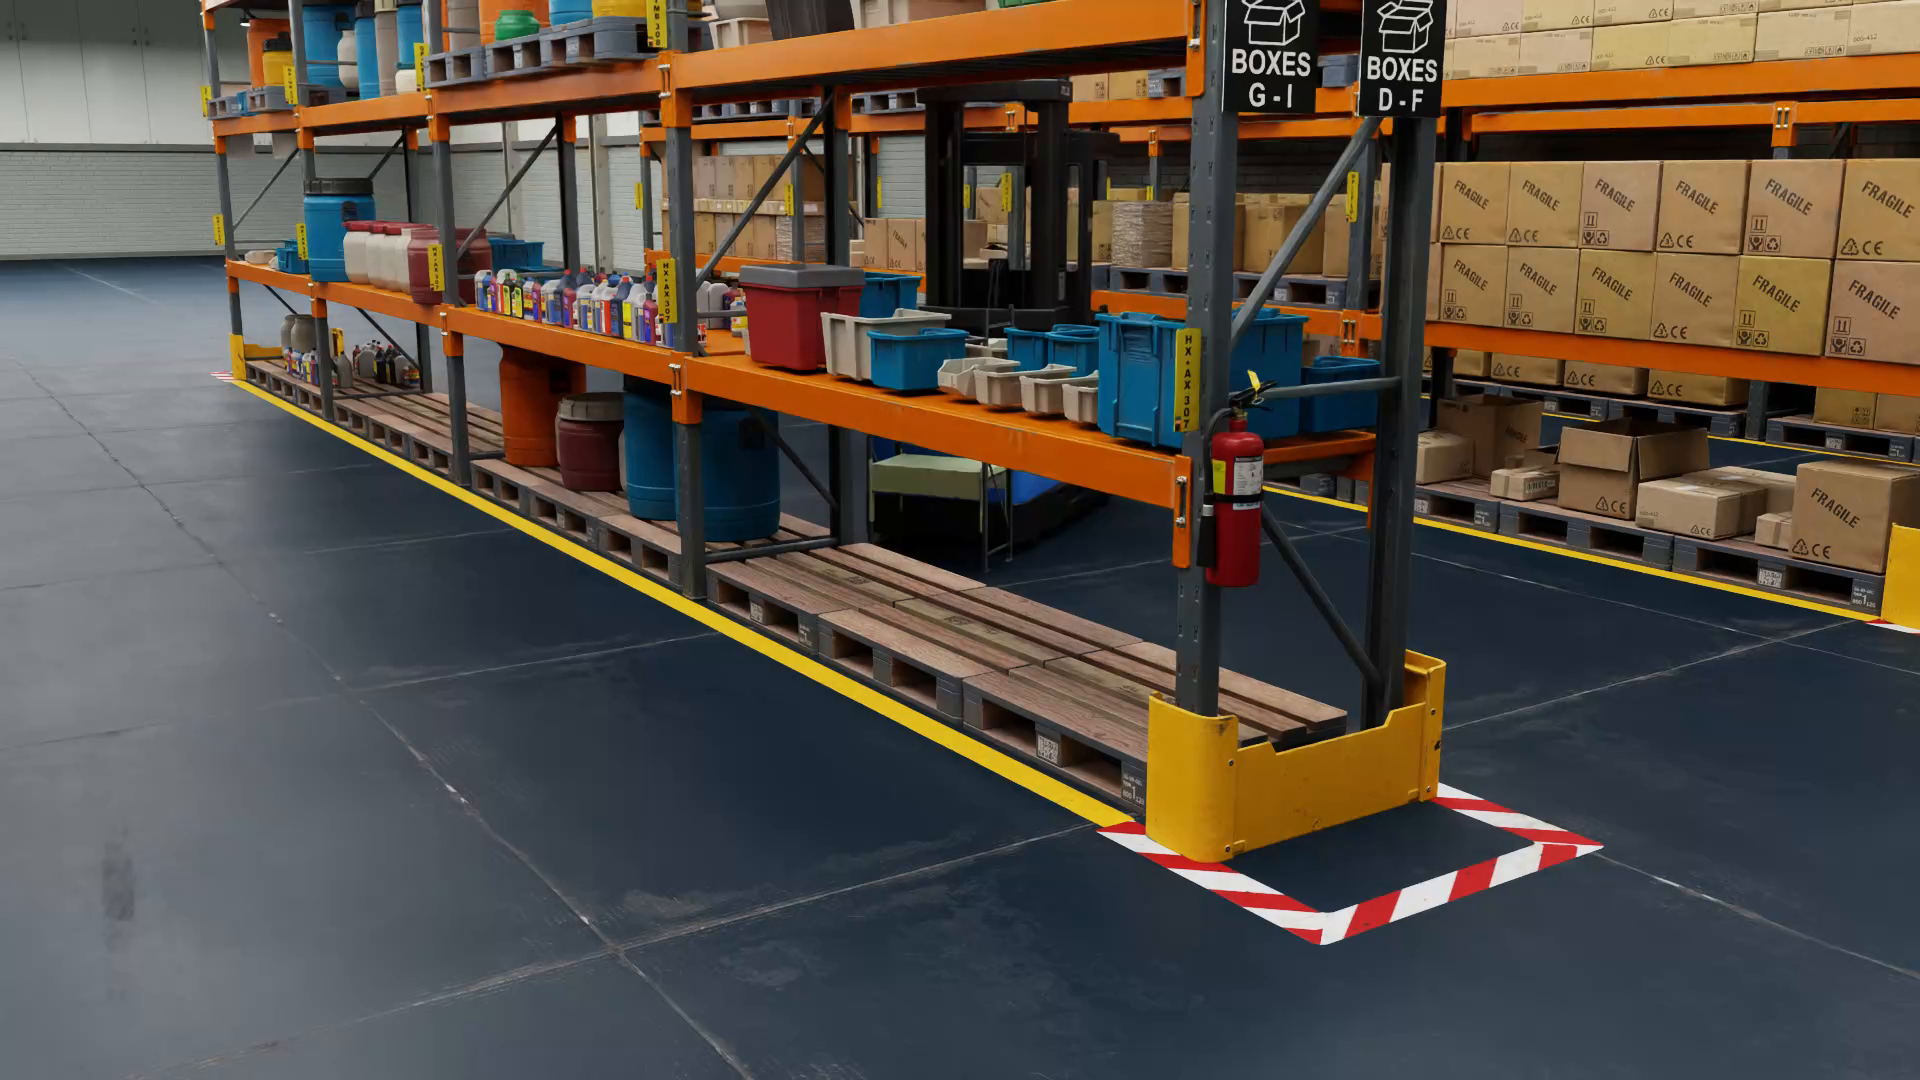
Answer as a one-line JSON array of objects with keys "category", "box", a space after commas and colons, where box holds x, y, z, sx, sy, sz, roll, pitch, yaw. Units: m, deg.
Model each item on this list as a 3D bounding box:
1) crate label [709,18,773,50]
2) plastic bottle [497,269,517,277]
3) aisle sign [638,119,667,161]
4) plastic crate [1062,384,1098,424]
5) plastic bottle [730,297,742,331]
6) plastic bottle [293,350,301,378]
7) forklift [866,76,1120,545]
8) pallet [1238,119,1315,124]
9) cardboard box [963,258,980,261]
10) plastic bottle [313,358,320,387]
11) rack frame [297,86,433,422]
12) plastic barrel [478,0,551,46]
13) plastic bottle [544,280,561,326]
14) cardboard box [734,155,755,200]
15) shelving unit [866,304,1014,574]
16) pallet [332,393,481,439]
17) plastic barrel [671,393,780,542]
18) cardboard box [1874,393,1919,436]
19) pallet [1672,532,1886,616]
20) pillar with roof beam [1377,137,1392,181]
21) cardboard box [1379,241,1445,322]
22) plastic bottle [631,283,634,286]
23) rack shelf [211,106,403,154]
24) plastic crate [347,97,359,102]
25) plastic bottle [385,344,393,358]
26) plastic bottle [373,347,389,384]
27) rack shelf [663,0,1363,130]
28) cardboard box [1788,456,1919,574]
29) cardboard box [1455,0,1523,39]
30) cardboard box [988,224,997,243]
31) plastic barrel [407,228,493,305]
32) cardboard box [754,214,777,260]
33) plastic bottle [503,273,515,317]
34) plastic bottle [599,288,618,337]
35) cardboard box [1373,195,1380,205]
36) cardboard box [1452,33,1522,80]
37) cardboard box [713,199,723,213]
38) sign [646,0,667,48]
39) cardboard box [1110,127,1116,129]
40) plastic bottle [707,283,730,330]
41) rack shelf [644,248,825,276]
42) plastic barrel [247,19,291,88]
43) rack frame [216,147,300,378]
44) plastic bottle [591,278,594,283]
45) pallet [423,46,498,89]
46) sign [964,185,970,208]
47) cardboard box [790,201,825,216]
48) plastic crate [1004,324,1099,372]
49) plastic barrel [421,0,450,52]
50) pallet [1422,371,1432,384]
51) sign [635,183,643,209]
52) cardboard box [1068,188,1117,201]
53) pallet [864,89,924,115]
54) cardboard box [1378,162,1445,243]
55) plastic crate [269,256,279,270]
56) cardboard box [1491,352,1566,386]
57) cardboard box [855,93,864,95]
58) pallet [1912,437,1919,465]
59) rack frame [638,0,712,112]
[{"category": "crate label", "box": [-1.015, -2.422, 8.013, 0.293, 0.136, 0.466, -8, 15, -33]}, {"category": "plastic bottle", "box": [-3.164, -1.761, 11.681, 0.152, 0.276, 0.135, -8, 15, -33]}, {"category": "aisle sign", "box": [-3.859, -5.172, 20.907, 0.394, 0.787, 0.004, -8, 15, -33]}, {"category": "plastic crate", "box": [0.569, -0.520, 6.193, 0.396, 0.136, 0.243, -8, 15, -33]}, {"category": "plastic bottle", "box": [-1.336, -1.361, 10.028, 0.097, 0.201, 0.097, 0, 12, 0]}, {"category": "plastic bottle", "box": [-6.703, -1.785, 16.860, 0.097, 0.271, 0.097, 0, 12, 0]}, {"category": "forklift", "box": [0.417, -1.675, 11.161, 1.130, 2.935, 3.031, 5, 13, 20]}, {"category": "pallet", "box": [3.601, -4.869, 19.026, 1.213, 0.211, 1.003, -8, 15, -33]}, {"category": "cardboard box", "box": [0.111, -2.601, 15.824, 0.380, 0.149, 0.250, -7, 14, -29]}, {"category": "plastic bottle", "box": [-6.181, -1.665, 16.126, 0.144, 0.351, 0.185, -9, 15, -36]}, {"category": "rack frame", "box": [-5.477, -2.630, 15.366, 1.000, 3.000, 0.127, -8, 15, -33]}, {"category": "plastic barrel", "box": [-2.949, -3.697, 11.238, 0.600, 0.830, 0.708, -8, 15, -33]}, {"category": "plastic bottle", "box": [-2.522, -1.496, 10.471, 0.152, 0.276, 0.135, -8, 15, -33]}, {"category": "cardboard box", "box": [-2.161, -4.155, 19.070, 0.700, 0.500, 0.500, -8, 15, -33]}, {"category": "shelving unit", "box": [-0.117, -0.612, 9.650, 0.755, 1.500, 0.431, 6, 14, 24]}, {"category": "pallet", "box": [-5.010, -1.132, 15.046, 1.003, 0.211, 1.213, -8, 15, -33]}, {"category": "plastic barrel", "box": [-1.332, -0.486, 9.491, 0.600, 0.901, 0.708, -8, 15, -33]}, {"category": "cardboard box", "box": [7.807, -1.129, 13.370, 0.700, 0.500, 0.500, -8, 15, -33]}, {"category": "pallet", "box": [4.812, 0.126, 9.292, 1.003, 0.211, 1.213, -8, 15, -33]}, {"category": "pillar with roof beam", "box": [1.402, -5.846, 16.029, 9.100, 9.000, 0.400, -8, 15, -33]}, {"category": "cardboard box", "box": [3.136, -1.719, 10.965, 0.500, 0.500, 0.500, -8, 14, -31]}, {"category": "plastic bottle", "box": [-2.236, -1.650, 11.349, 0.097, 0.201, 0.097, 0, 12, 0]}, {"category": "rack shelf", "box": [-6.586, -4.099, 16.749, 1.077, 0.370, 4.000, -8, 15, -33]}, {"category": "plastic crate", "box": [-6.125, -4.304, 16.498, 0.336, 0.188, 0.450, -8, 15, -33]}, {"category": "plastic bottle", "box": [-5.684, -1.777, 16.636, 0.144, 0.351, 0.185, -9, 15, -35]}, {"category": "plastic bottle", "box": [-5.699, -1.726, 16.405, 0.144, 0.351, 0.185, -8, 15, -33]}, {"category": "rack shelf", "box": [0.063, -1.965, 6.989, 1.077, 0.370, 4.000, -8, 15, -33]}, {"category": "cardboard box", "box": [4.790, -0.143, 8.813, 0.500, 0.500, 0.500, -8, 15, -33]}, {"category": "cardboard box", "box": [3.422, -3.224, 10.244, 0.500, 0.250, 0.500, -8, 15, -33]}, {"category": "cardboard box", "box": [0.560, -4.326, 23.426, 0.500, 0.250, 0.500, -9, 15, -34]}, {"category": "plastic barrel", "box": [-3.771, -2.031, 12.312, 0.600, 0.536, 0.708, -8, 15, -33]}, {"category": "cardboard box", "box": [-1.901, -3.435, 18.816, 0.700, 0.500, 0.500, -8, 15, -33]}, {"category": "plastic bottle", "box": [-2.998, -1.635, 11.088, 0.061, 0.283, 0.133, -8, 15, -33]}, {"category": "plastic bottle", "box": [-2.014, -1.333, 9.726, 0.152, 0.276, 0.135, -8, 15, -33]}, {"category": "cardboard box", "box": [4.717, -3.437, 17.794, 0.700, 0.500, 0.500, -10, 16, -39]}, {"category": "cardboard box", "box": [3.418, -2.980, 10.295, 0.500, 0.250, 0.500, -8, 15, -33]}, {"category": "cardboard box", "box": [-2.679, -3.924, 19.531, 0.380, 0.149, 0.250, -8, 15, -32]}, {"category": "sign", "box": [-1.504, -2.612, 8.242, 0.100, 0.325, 0.005, -8, 15, -33]}, {"category": "cardboard box", "box": [2.015, -5.478, 21.090, 0.500, 0.500, 0.500, -10, 16, -37]}, {"category": "plastic bottle", "box": [-1.497, -1.438, 10.209, 0.152, 0.276, 0.135, -8, 15, -33]}, {"category": "rack shelf", "box": [-2.460, -3.220, 19.747, 1.077, 0.370, 4.000, -8, 15, -33]}, {"category": "plastic barrel", "box": [-7.319, -5.150, 17.881, 0.600, 0.830, 0.708, -8, 15, -33]}, {"category": "rack frame", "box": [-7.694, -3.341, 18.619, 1.000, 3.000, 0.127, -8, 15, -33]}, {"category": "plastic bottle", "box": [-2.633, -1.777, 11.932, 0.097, 0.201, 0.097, 0, 12, 0]}, {"category": "pallet", "box": [-2.919, -3.144, 11.137, 1.003, 0.211, 1.213, -8, 15, -33]}, {"category": "sign", "box": [0.102, -4.872, 23.595, 0.100, 0.325, 0.005, -8, 15, -33]}, {"category": "cardboard box", "box": [-1.681, -3.604, 18.069, 0.380, 0.149, 0.250, -8, 15, -33]}, {"category": "plastic crate", "box": [0.413, -0.813, 7.312, 0.416, 0.233, 0.300, -8, 15, -33]}, {"category": "plastic barrel", "box": [-3.898, -3.882, 13.064, 0.600, 0.830, 0.708, -8, 15, -33]}, {"category": "pallet", "box": [4.554, -1.868, 18.409, 1.003, 0.211, 1.213, -8, 15, -33]}, {"category": "sign", "box": [-4.033, -4.324, 20.900, 0.100, 0.325, 0.005, -8, 15, -33]}, {"category": "cardboard box", "box": [1.699, -4.332, 21.697, 0.500, 0.500, 0.500, -9, 15, -34]}, {"category": "pallet", "box": [-0.208, -4.186, 15.902, 1.003, 0.211, 1.213, -7, 14, -30]}, {"category": "cardboard box", "box": [3.107, -2.213, 10.885, 0.500, 0.500, 0.500, -8, 14, -31]}, {"category": "plastic crate", "box": [-6.588, -2.760, 16.577, 0.530, 0.136, 0.437, -8, 15, -33]}, {"category": "cardboard box", "box": [5.764, -1.943, 16.275, 0.750, 0.750, 0.750, -8, 15, -33]}, {"category": "cardboard box", "box": [-0.712, -4.605, 16.743, 0.500, 0.250, 0.500, -10, 16, -38]}, {"category": "pallet", "box": [8.239, -0.656, 12.866, 1.003, 0.211, 1.213, -8, 15, -33]}, {"category": "rack frame", "box": [-3.568, -6.857, 20.656, 1.000, 3.000, 0.127, -8, 15, -33]}]
